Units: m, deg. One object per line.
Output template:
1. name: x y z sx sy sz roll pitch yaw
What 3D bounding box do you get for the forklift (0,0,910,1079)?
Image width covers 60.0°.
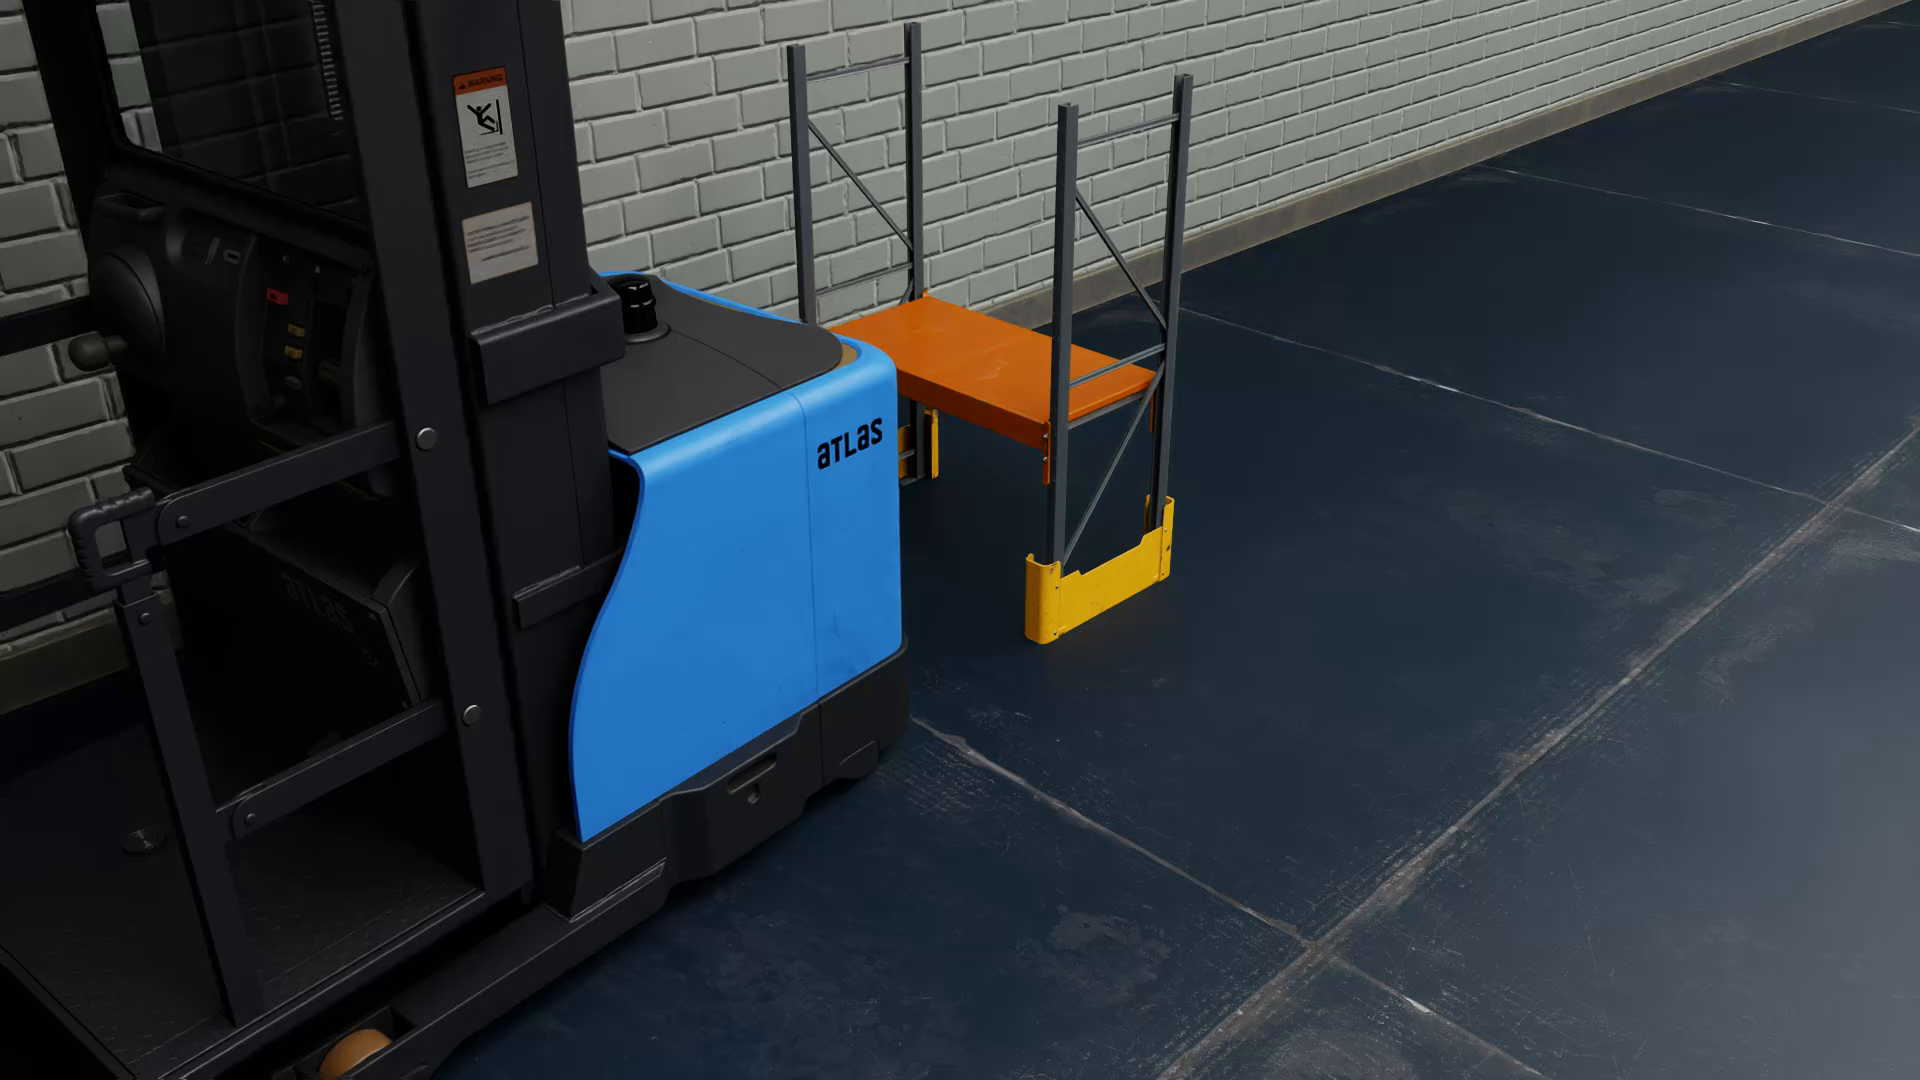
1. forklift: -1.455 -0.391 2.844 1.130 2.935 3.031 21 34 34

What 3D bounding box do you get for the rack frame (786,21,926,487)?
1. rack frame: -0.302 -0.802 5.163 0.032 1.500 0.500 25 36 38

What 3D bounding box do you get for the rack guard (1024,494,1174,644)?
1. rack guard: 0.409 0.077 4.835 0.087 0.250 0.587 25 36 38

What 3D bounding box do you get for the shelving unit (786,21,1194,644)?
1. shelving unit: 0.054 -0.639 4.854 1.083 1.500 0.587 25 36 38

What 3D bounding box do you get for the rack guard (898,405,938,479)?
1. rack guard: -0.301 -0.248 5.454 0.087 0.250 0.587 25 36 38

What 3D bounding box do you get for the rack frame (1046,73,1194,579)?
1. rack frame: 0.423 -0.470 4.533 0.032 1.500 0.500 25 36 38

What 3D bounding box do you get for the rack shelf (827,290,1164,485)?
1. rack shelf: 0.061 -0.477 4.932 1.000 0.185 0.538 25 36 38
